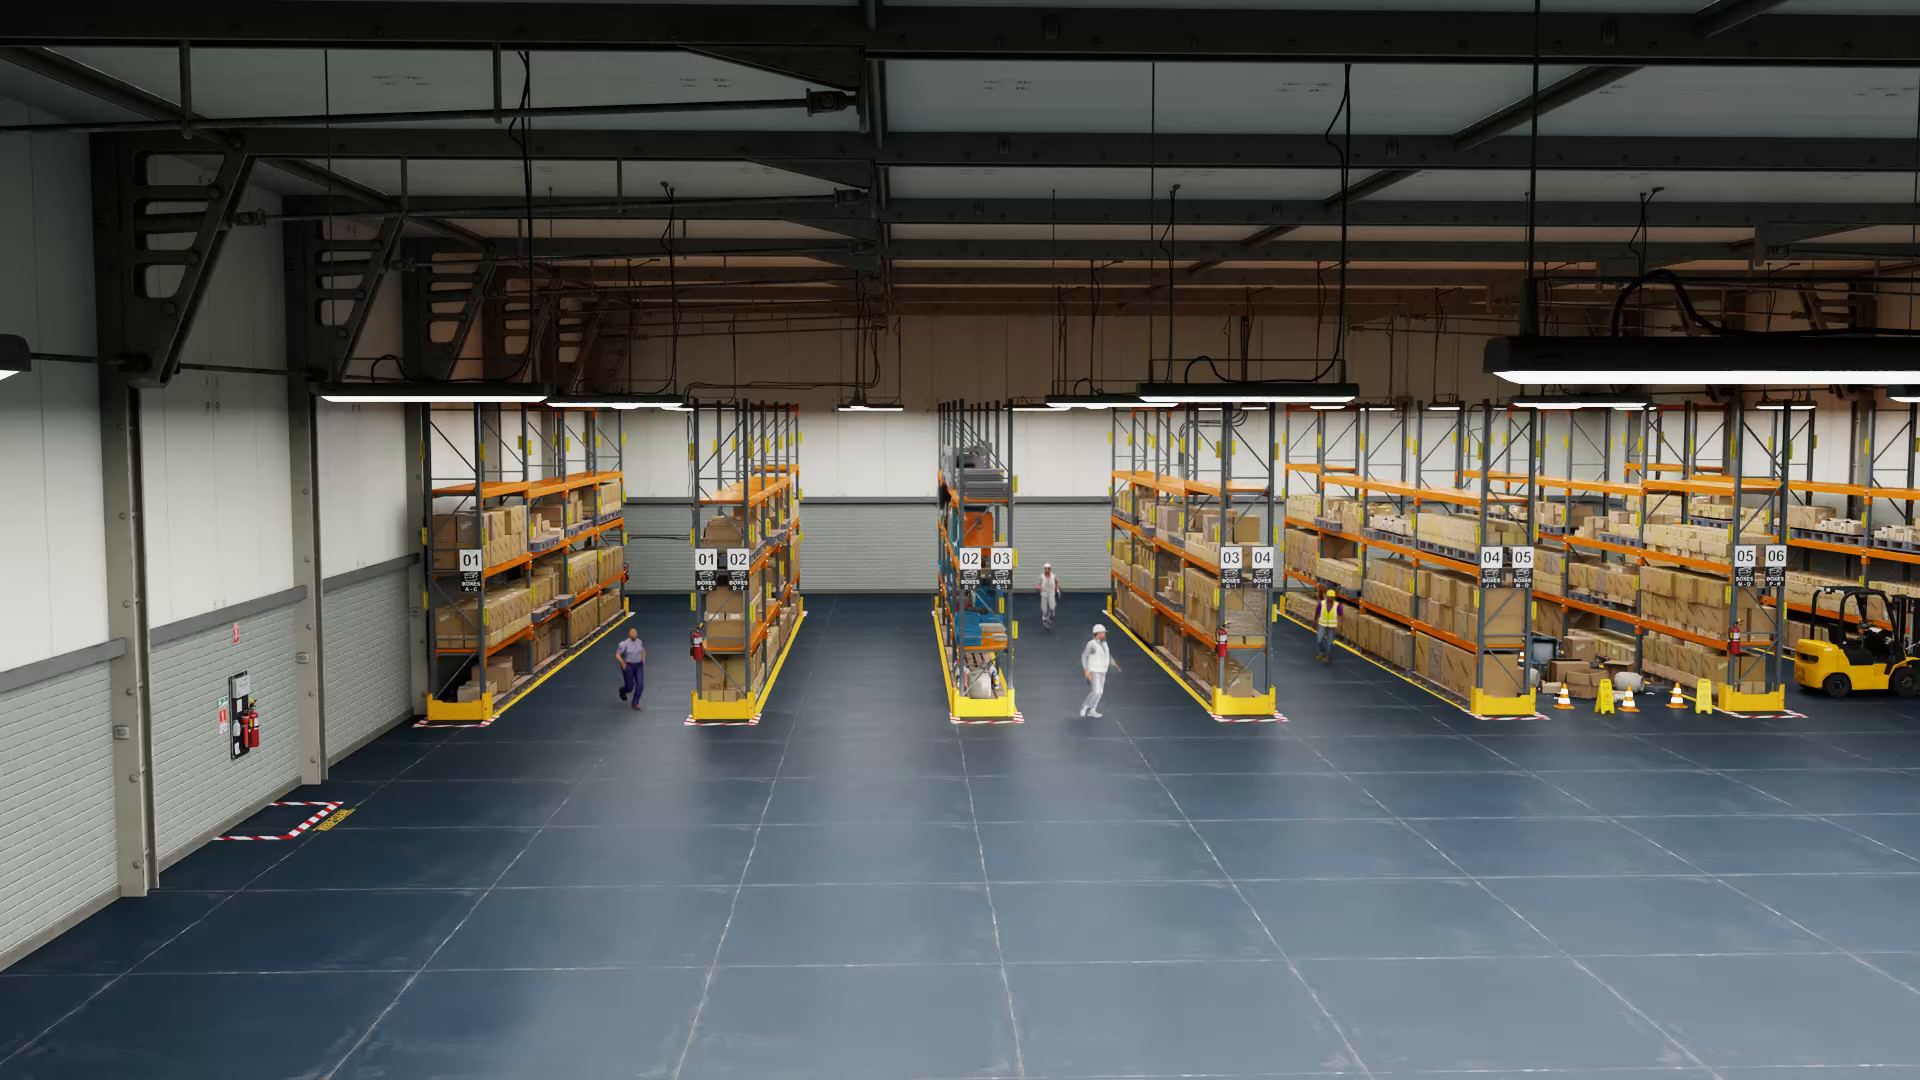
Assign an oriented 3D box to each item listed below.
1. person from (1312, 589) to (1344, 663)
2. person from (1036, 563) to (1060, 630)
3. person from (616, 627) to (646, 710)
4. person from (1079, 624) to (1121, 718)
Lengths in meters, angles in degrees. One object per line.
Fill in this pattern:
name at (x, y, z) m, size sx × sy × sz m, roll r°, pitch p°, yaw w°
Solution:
person at (8.418, 1.970, 38.029) m, size 0.711 × 1.714 × 0.690 m, roll 1°, pitch 4°, yaw 12°
person at (2.337, 1.496, 43.926) m, size 0.650 × 1.766 × 0.773 m, roll 0°, pitch 4°, yaw -2°
person at (-6.388, 2.483, 32.325) m, size 0.617 × 1.601 × 0.642 m, roll -3°, pitch 5°, yaw -34°
person at (2.623, 2.475, 31.299) m, size 0.653 × 1.764 × 0.690 m, roll 3°, pitch 6°, yaw 38°
